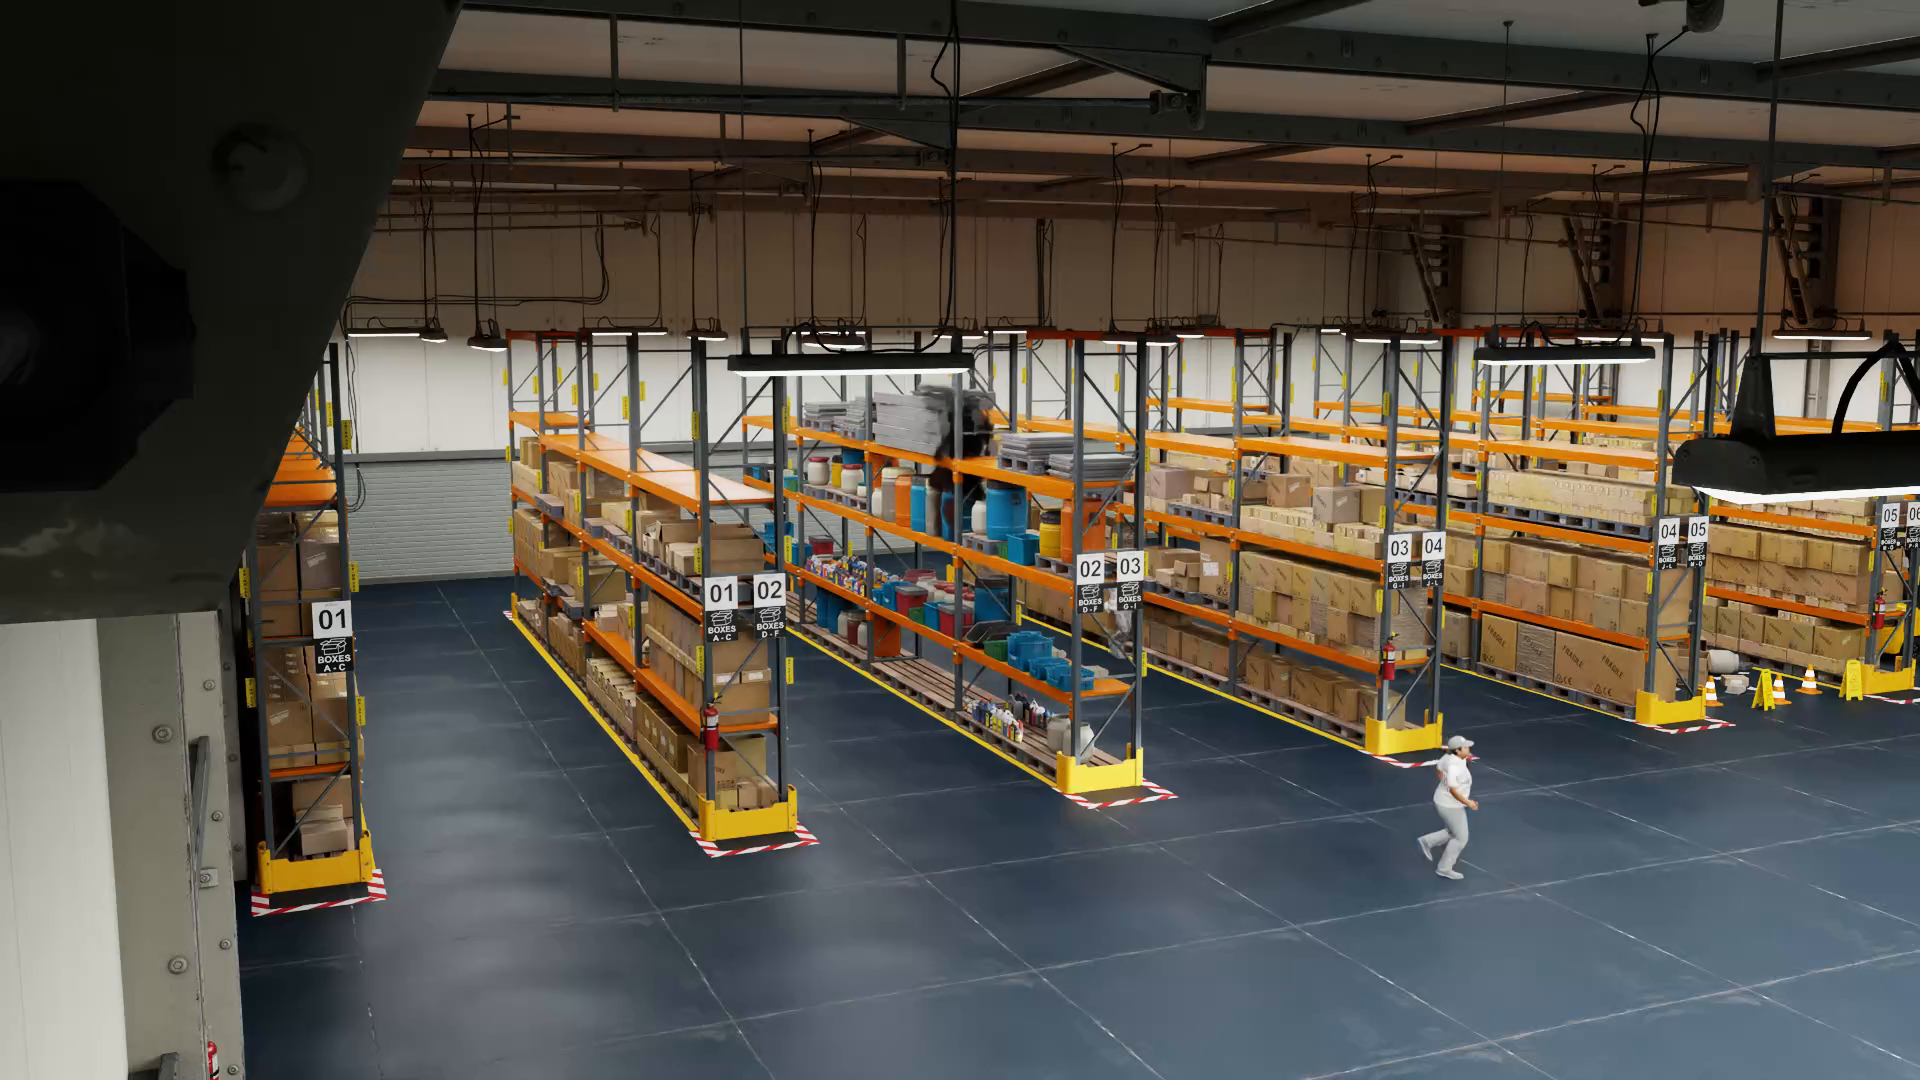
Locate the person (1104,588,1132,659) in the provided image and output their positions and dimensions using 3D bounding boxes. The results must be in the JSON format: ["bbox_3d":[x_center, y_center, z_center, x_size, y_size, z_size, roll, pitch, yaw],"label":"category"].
[{"bbox_3d":[2.851,1.227,29.080,0.682,1.753,0.573,-5,9,-32],"label":"person"}]

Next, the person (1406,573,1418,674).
[{"bbox_3d":[7.894,1.425,29.543,0.651,1.796,0.862,-4,9,-24],"label":"person"}]

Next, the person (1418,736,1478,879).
[{"bbox_3d":[5.507,2.997,18.767,0.619,1.638,0.621,1,8,7],"label":"person"}]
